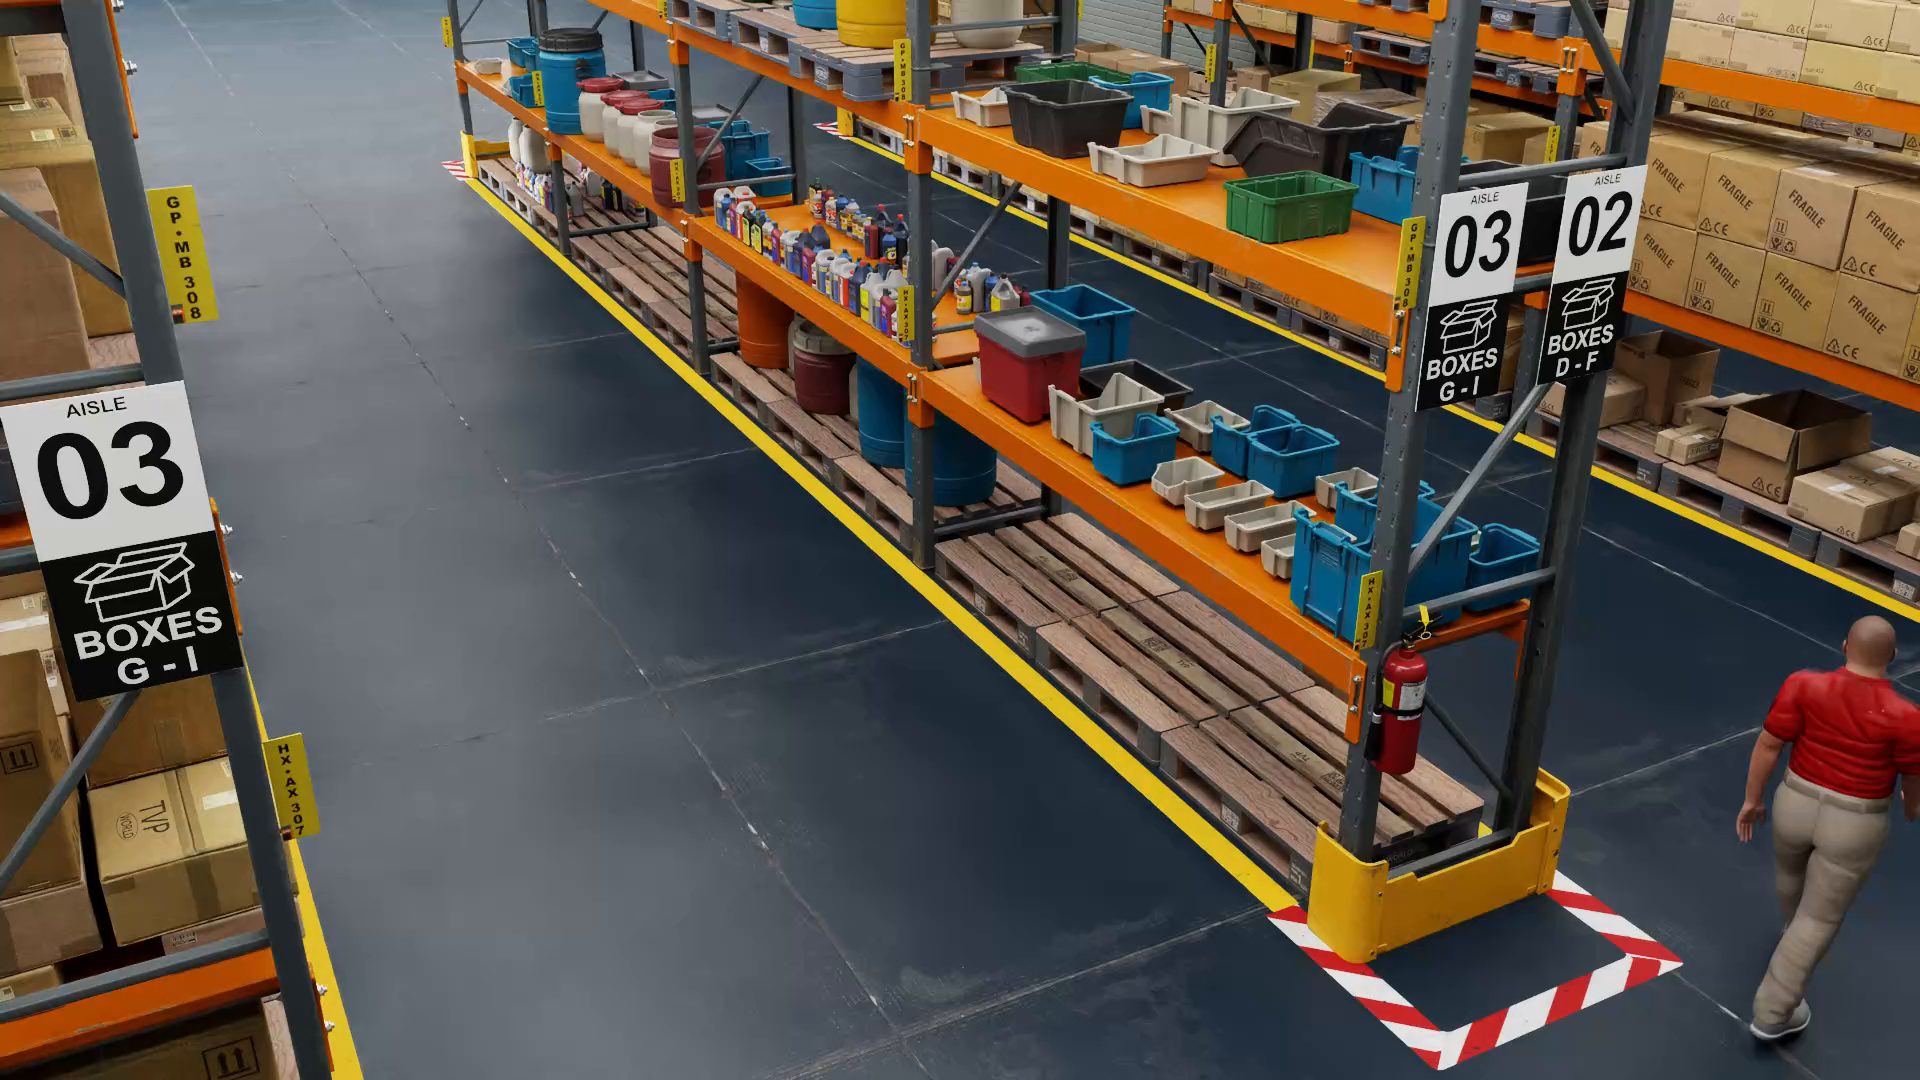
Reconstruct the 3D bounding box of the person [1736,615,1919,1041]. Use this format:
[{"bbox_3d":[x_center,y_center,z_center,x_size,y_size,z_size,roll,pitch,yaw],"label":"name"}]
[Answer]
[{"bbox_3d":[3.411,1.021,6.457,1.052,1.665,0.558,-21,32,-37],"label":"person"}]
